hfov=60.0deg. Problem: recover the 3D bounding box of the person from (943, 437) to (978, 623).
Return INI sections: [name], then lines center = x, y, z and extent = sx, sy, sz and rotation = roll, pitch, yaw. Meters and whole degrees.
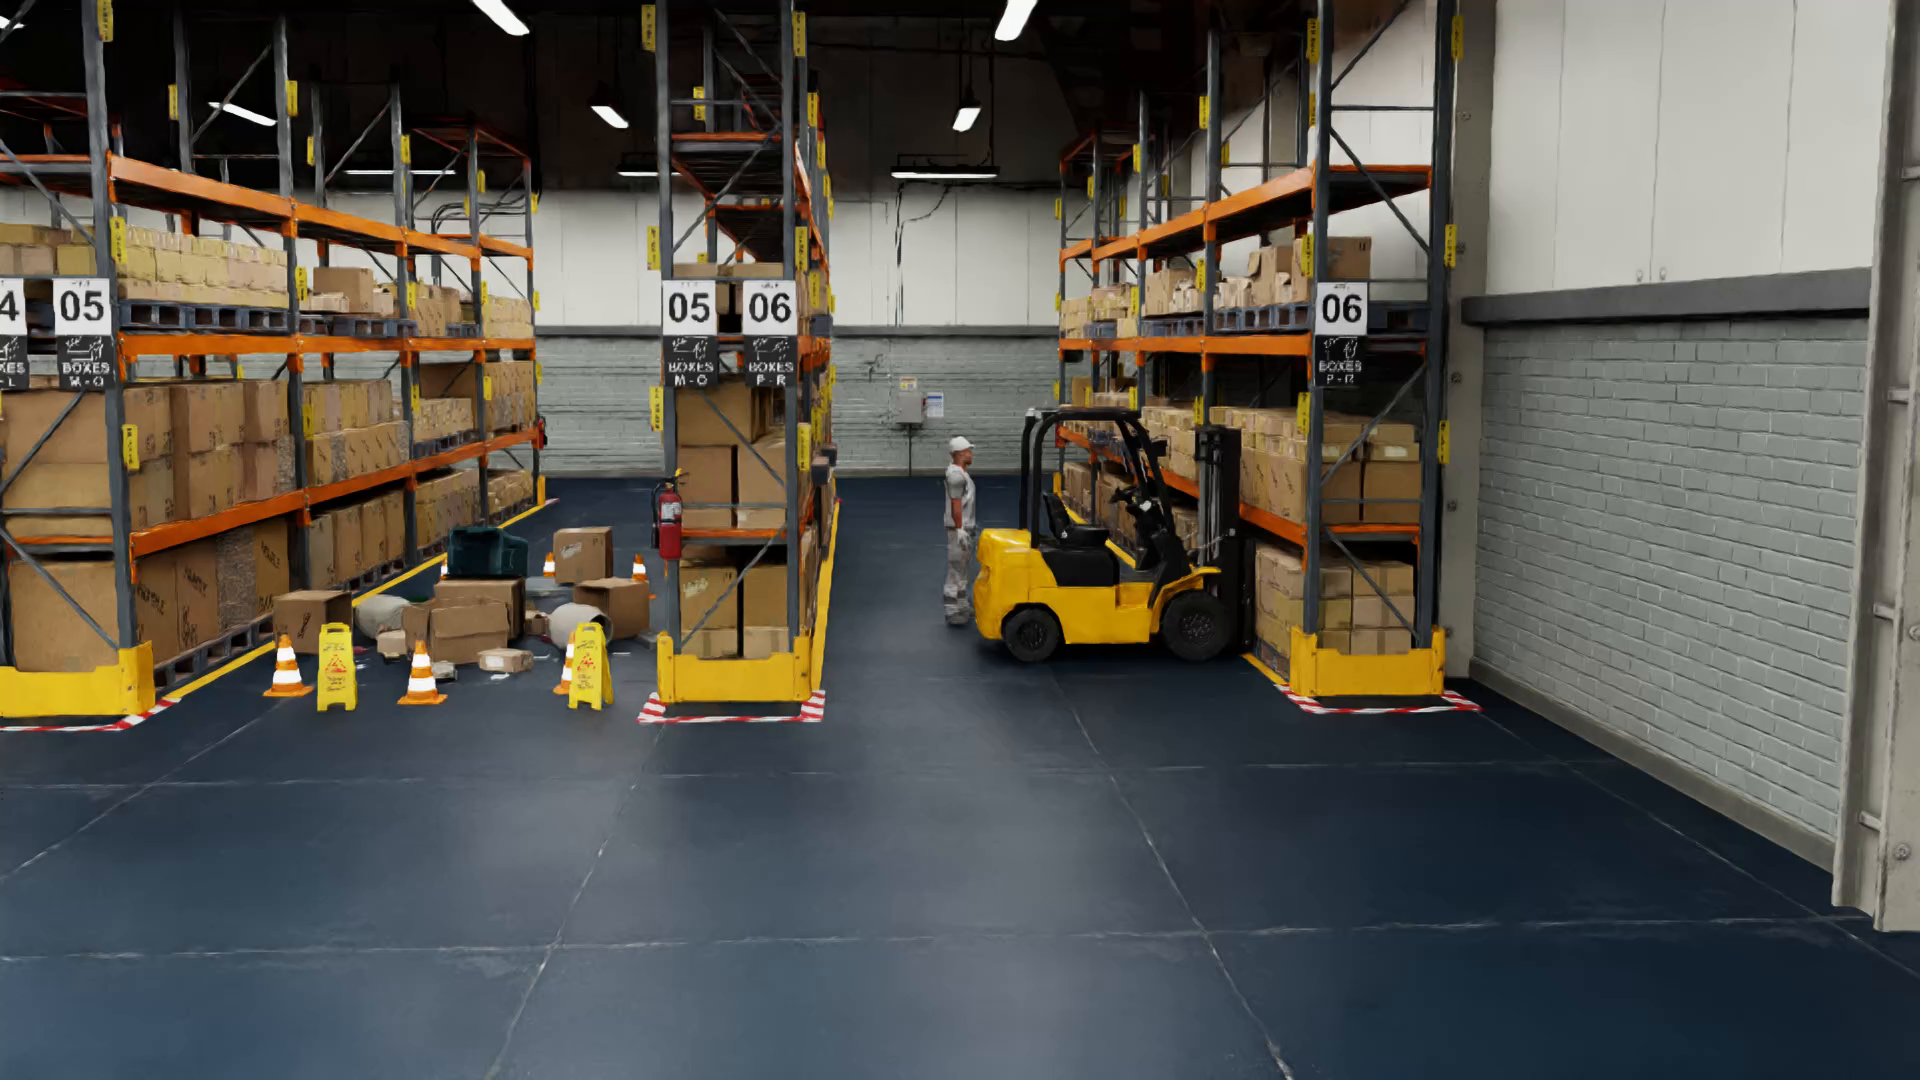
[person]
center = 0.032, -0.115, 16.313
extent = 0.396, 1.798, 0.662
rotation = 0, 7, 4
